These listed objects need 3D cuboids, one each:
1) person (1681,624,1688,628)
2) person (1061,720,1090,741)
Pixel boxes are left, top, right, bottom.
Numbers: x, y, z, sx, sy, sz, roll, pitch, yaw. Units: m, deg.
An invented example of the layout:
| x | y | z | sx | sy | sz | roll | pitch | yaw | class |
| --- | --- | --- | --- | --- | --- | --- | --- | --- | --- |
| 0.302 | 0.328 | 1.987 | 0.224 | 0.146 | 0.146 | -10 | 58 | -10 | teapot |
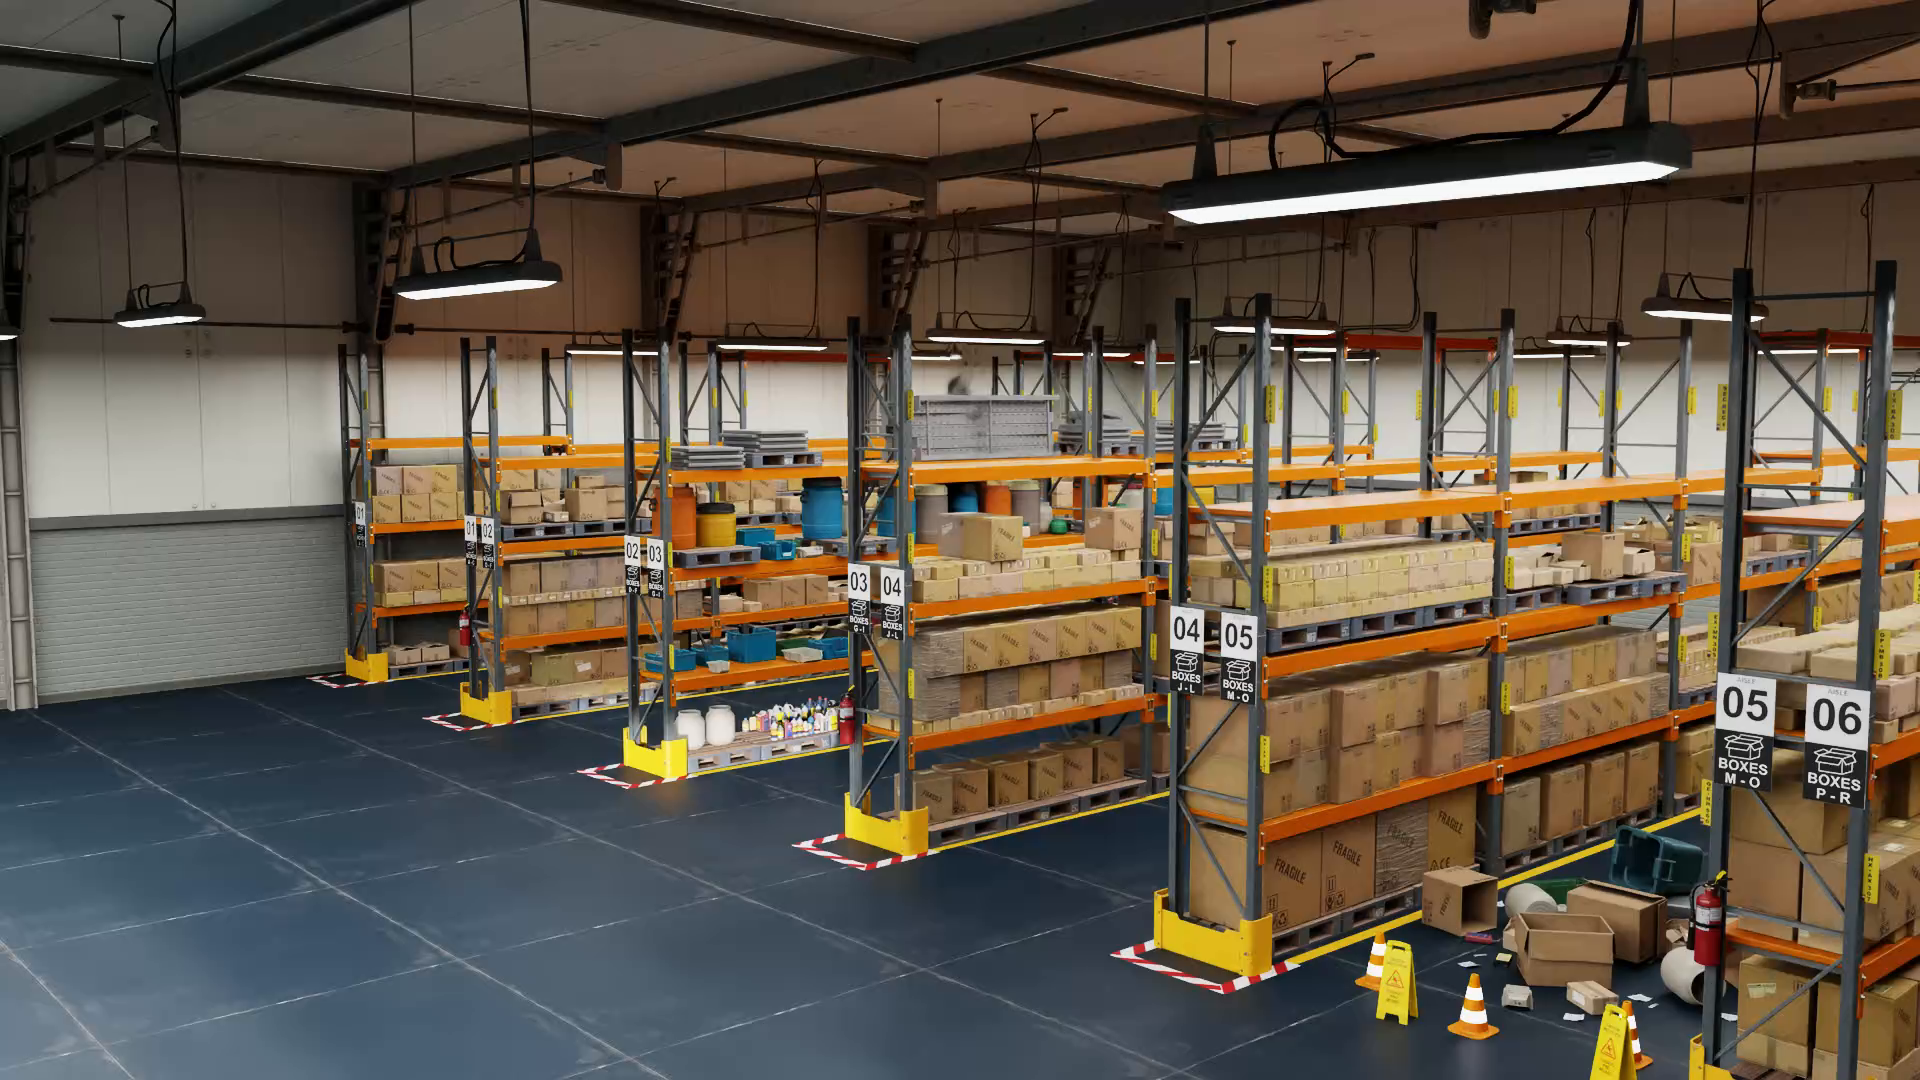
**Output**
| x | y | z | sx | sy | sz | roll | pitch | yaw | class |
| --- | --- | --- | --- | --- | --- | --- | --- | --- | --- |
| 10.966 | 2.092 | 25.195 | 0.609 | 1.679 | 0.551 | -4 | 6 | -38 | person |
| 1.631 | 2.200 | 23.654 | 0.685 | 1.710 | 0.624 | 4 | 7 | 41 | person |
